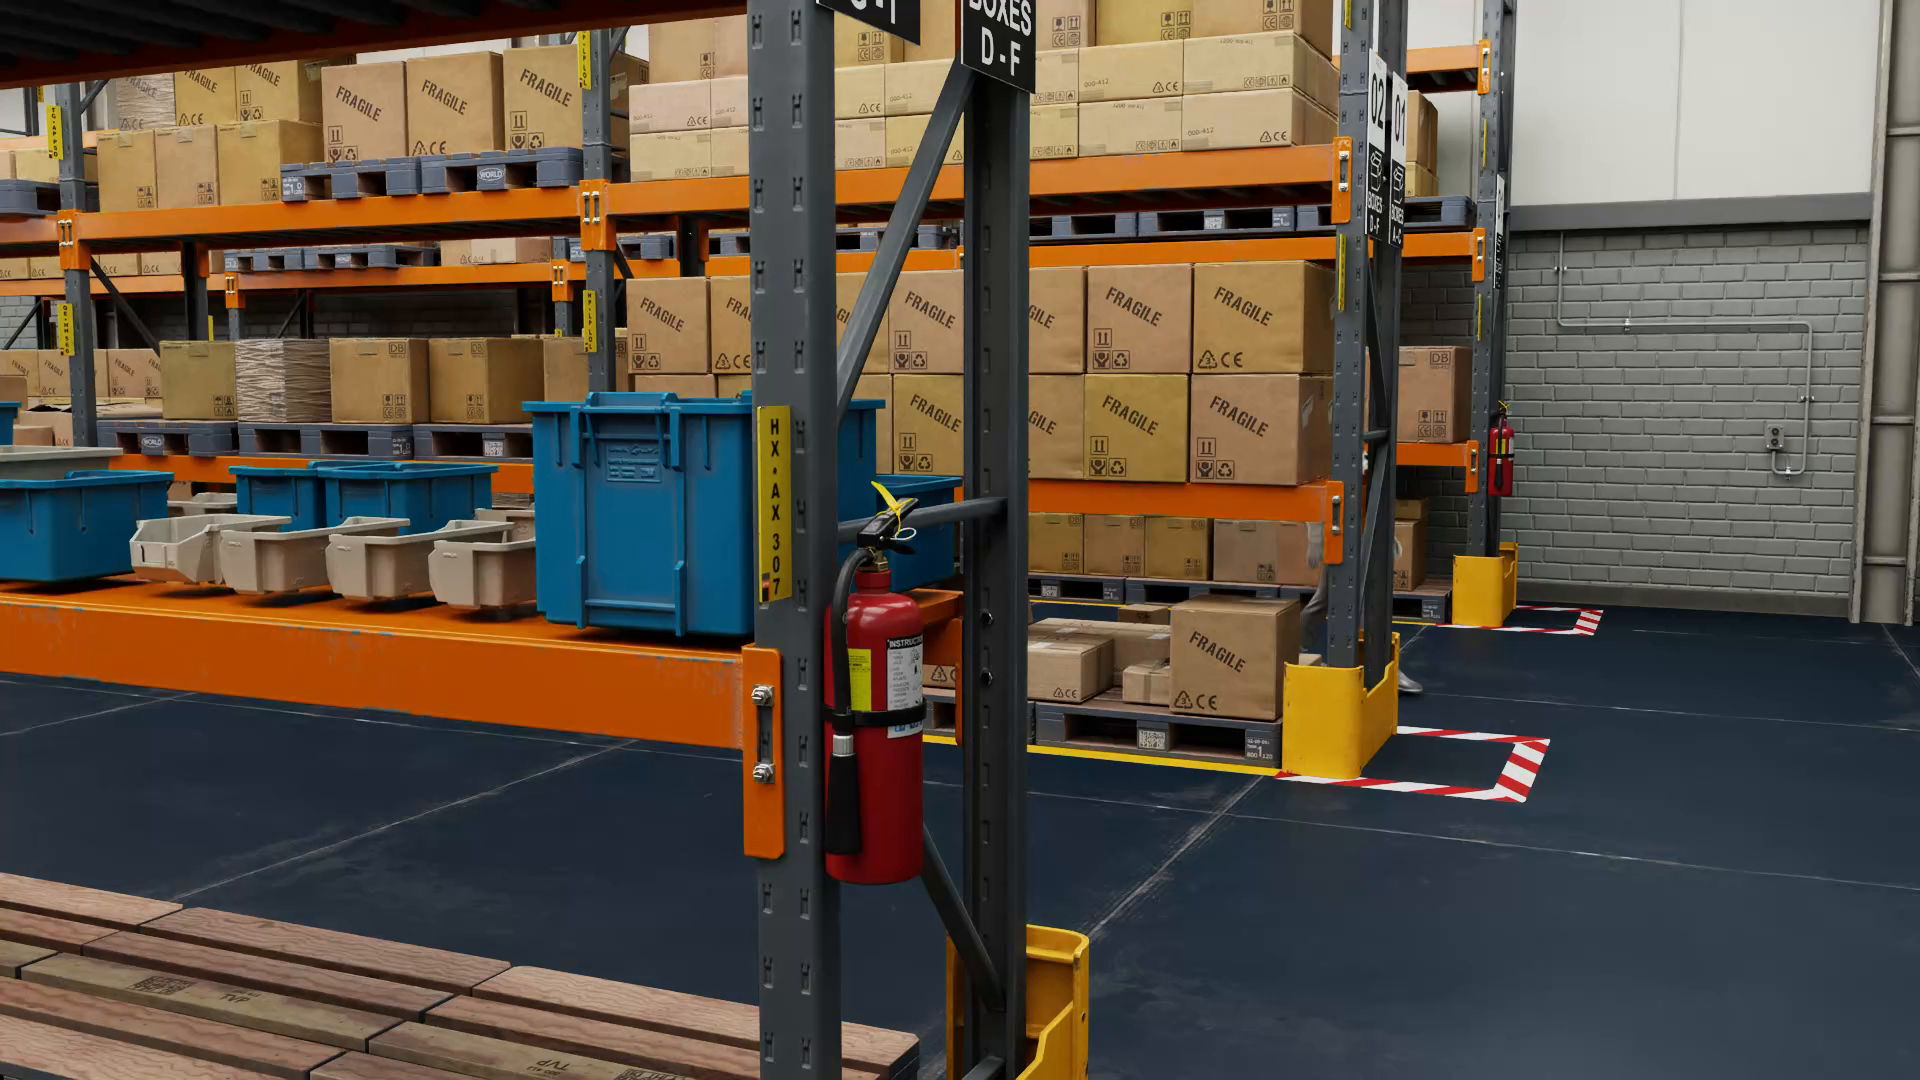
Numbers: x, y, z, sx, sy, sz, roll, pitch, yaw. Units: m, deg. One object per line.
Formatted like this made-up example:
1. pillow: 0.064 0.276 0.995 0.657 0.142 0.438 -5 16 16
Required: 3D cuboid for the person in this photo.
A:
1. person: 2.294 -0.006 9.583 0.922 1.654 0.500 5 7 39
